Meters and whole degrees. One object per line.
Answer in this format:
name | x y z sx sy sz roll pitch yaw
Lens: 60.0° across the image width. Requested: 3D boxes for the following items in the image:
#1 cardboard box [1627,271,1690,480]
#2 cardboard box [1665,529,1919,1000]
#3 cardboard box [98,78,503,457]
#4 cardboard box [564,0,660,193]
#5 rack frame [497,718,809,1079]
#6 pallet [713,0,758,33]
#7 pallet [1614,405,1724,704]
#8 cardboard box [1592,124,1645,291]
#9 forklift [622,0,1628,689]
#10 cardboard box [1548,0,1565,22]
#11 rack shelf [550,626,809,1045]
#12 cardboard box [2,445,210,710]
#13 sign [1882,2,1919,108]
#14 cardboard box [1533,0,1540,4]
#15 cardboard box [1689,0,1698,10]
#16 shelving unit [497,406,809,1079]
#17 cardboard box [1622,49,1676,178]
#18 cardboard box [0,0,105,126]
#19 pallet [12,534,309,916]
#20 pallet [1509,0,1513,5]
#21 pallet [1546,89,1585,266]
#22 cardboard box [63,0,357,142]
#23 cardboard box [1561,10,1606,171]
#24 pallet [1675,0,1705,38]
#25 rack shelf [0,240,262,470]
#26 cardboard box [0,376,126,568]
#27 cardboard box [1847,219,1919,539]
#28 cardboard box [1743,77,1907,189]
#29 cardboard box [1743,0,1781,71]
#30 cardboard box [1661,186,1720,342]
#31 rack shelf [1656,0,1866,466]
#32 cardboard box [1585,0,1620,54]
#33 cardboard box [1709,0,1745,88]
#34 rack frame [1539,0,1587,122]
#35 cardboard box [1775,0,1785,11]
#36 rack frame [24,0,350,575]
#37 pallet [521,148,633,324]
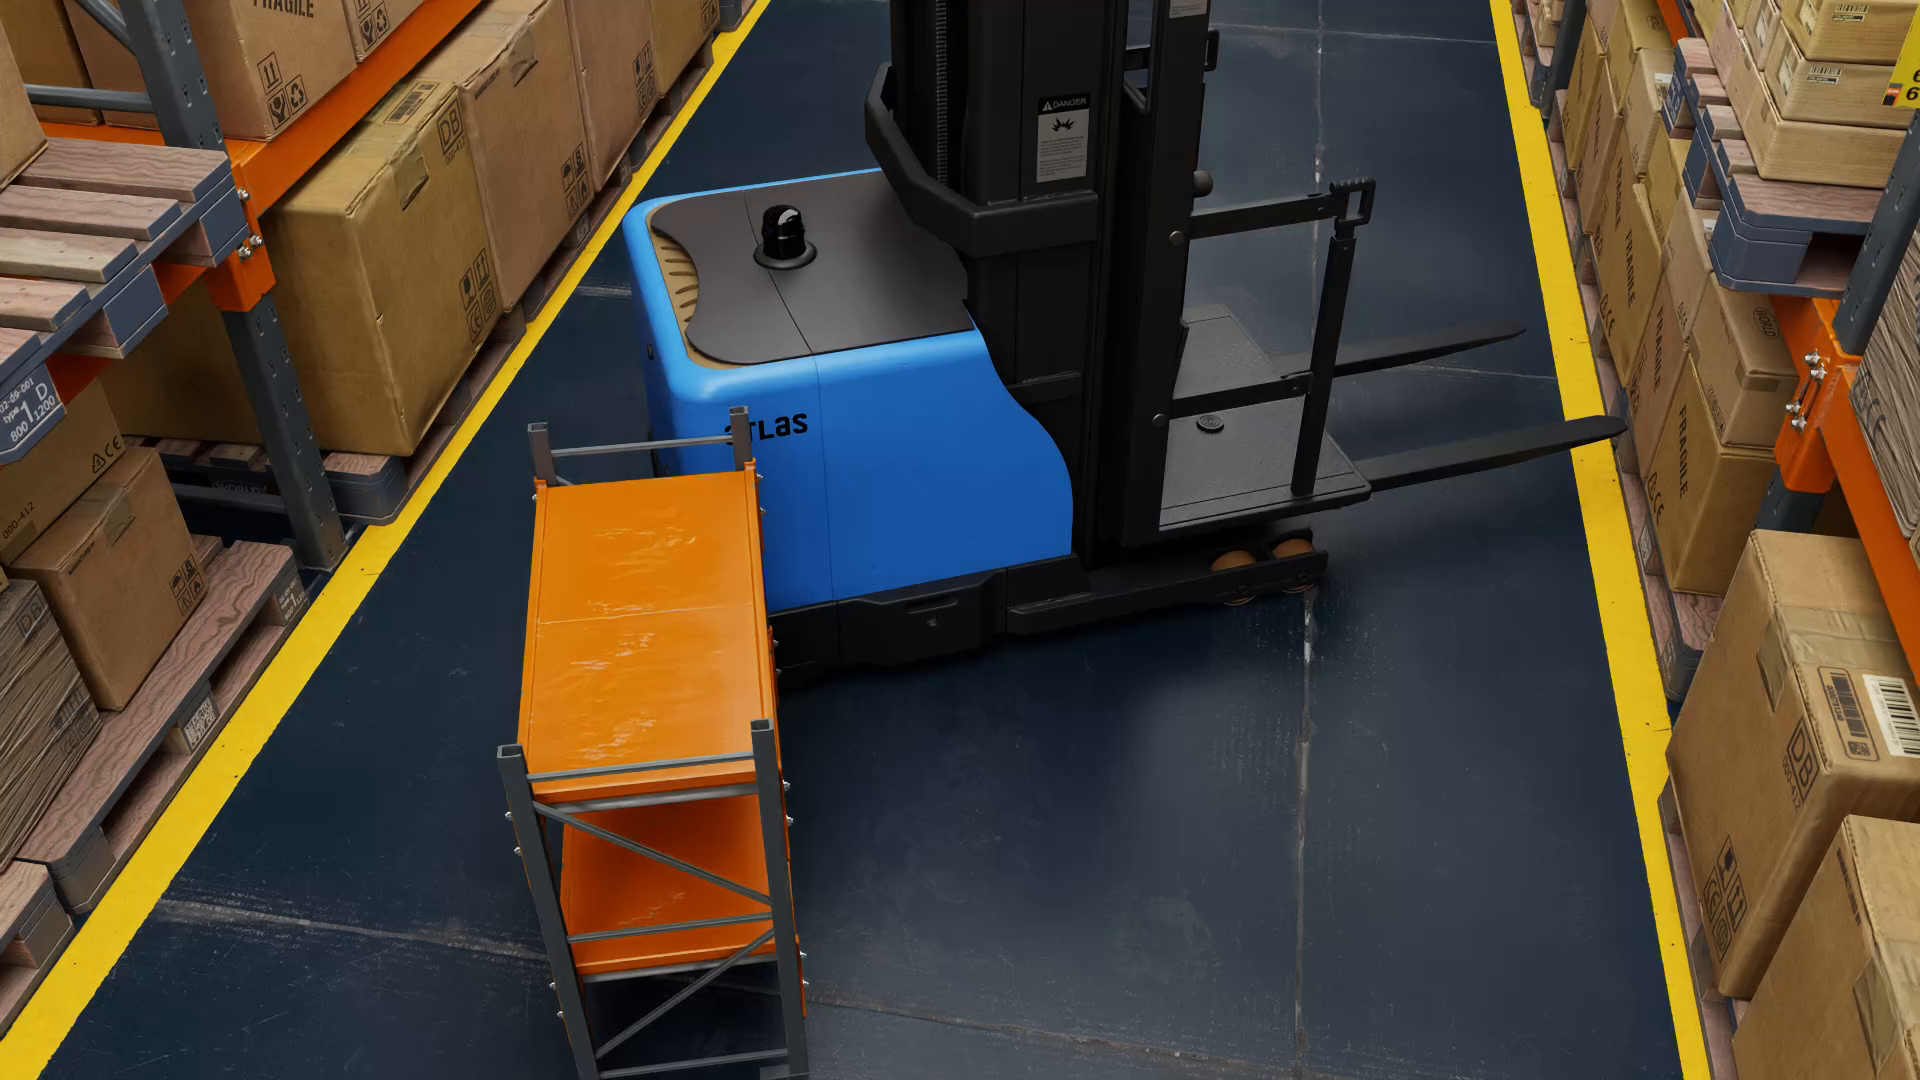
cardboard box | 2.403 -0.498 5.130 0.500 0.500 0.500 8 40 9
cardboard box | 2.259 0.546 3.672 1.050 0.750 0.750 6 40 7
cardboard box | -2.275 -0.916 5.342 1.225 0.875 0.875 5 40 6
cardboard box | -1.967 -2.031 6.690 1.225 0.875 0.875 5 40 6
rack frame | -0.592 0.796 3.405 0.500 1.125 0.032 -5 40 -6
pallet | -1.514 -3.046 8.769 1.003 0.211 1.213 6 40 8
pallet | 2.590 0.053 5.021 1.003 0.211 1.213 6 40 8
cardboard box | 2.589 -1.144 5.911 0.500 0.500 0.500 7 40 8
forklift | 0.602 -1.245 4.455 3.031 2.935 1.130 -11 41 -13
cardboard box | 2.887 -2.453 7.537 0.380 0.149 0.250 7 40 9
rack shelf | -0.666 0.663 3.948 0.538 0.278 1.000 -5 40 -6
cardboard box | -2.511 0.074 4.423 0.700 0.500 0.500 4 40 5
sign | 1.917 -1.002 3.261 0.100 0.325 0.005 6 40 8
cardboard box | 2.987 -2.716 8.089 0.380 0.149 0.250 5 40 6
cardboard box | 2.266 -1.599 4.698 0.380 0.149 0.250 5 40 6
shelving unit | -0.666 0.475 3.793 0.538 1.125 1.048 -5 40 -6
cardboard box | 2.575 -1.441 5.683 0.500 0.250 0.500 8 40 9
cardboard box | -2.573 -1.518 4.653 0.500 0.500 0.500 8 40 9
pallet | -2.551 0.423 4.573 1.003 0.211 1.213 6 40 8
pallet | 3.435 -3.161 8.907 1.003 0.211 1.213 6 40 8
pallet | 3.012 -1.479 6.873 1.003 0.211 1.213 6 40 8
cardboard box | -2.062 -1.456 4.578 0.500 0.500 0.500 8 40 9
cardboard box | 2.756 -1.806 6.713 0.500 0.500 0.500 8 40 9
pallet | 2.755 -1.705 5.108 1.003 0.211 1.213 6 40 8
rack shelf | -2.761 0.390 2.989 1.077 0.370 4.000 6 40 8
cardboard box | -2.501 -0.214 4.182 0.500 0.250 0.500 8 40 9
cardboard box | 2.109 -0.318 3.203 0.500 0.500 0.500 7 40 8
cardboard box | 2.086 -0.957 3.921 0.380 0.149 0.250 7 40 8
cardboard box | 2.135 -1.240 4.029 0.380 0.149 0.250 8 40 9
cardboard box | 2.390 -0.796 4.902 0.500 0.250 0.500 7 40 8
rack shelf | 2.799 -1.510 5.287 1.077 0.370 4.000 6 40 8
cardboard box | 2.757 -2.095 6.474 0.500 0.250 0.500 5 40 6
cardboard box | 2.174 -1.274 4.305 0.380 0.149 0.250 7 40 8
rack frame | 3.145 -3.042 6.576 1.000 3.000 0.127 6 40 8
cardboard box | 2.132 -1.342 3.919 0.380 0.149 0.250 6 40 7
rack frame | -2.415 -1.142 4.278 1.000 3.000 0.127 6 40 8
pallet | -1.991 -1.317 6.678 1.003 0.211 1.213 6 40 8
